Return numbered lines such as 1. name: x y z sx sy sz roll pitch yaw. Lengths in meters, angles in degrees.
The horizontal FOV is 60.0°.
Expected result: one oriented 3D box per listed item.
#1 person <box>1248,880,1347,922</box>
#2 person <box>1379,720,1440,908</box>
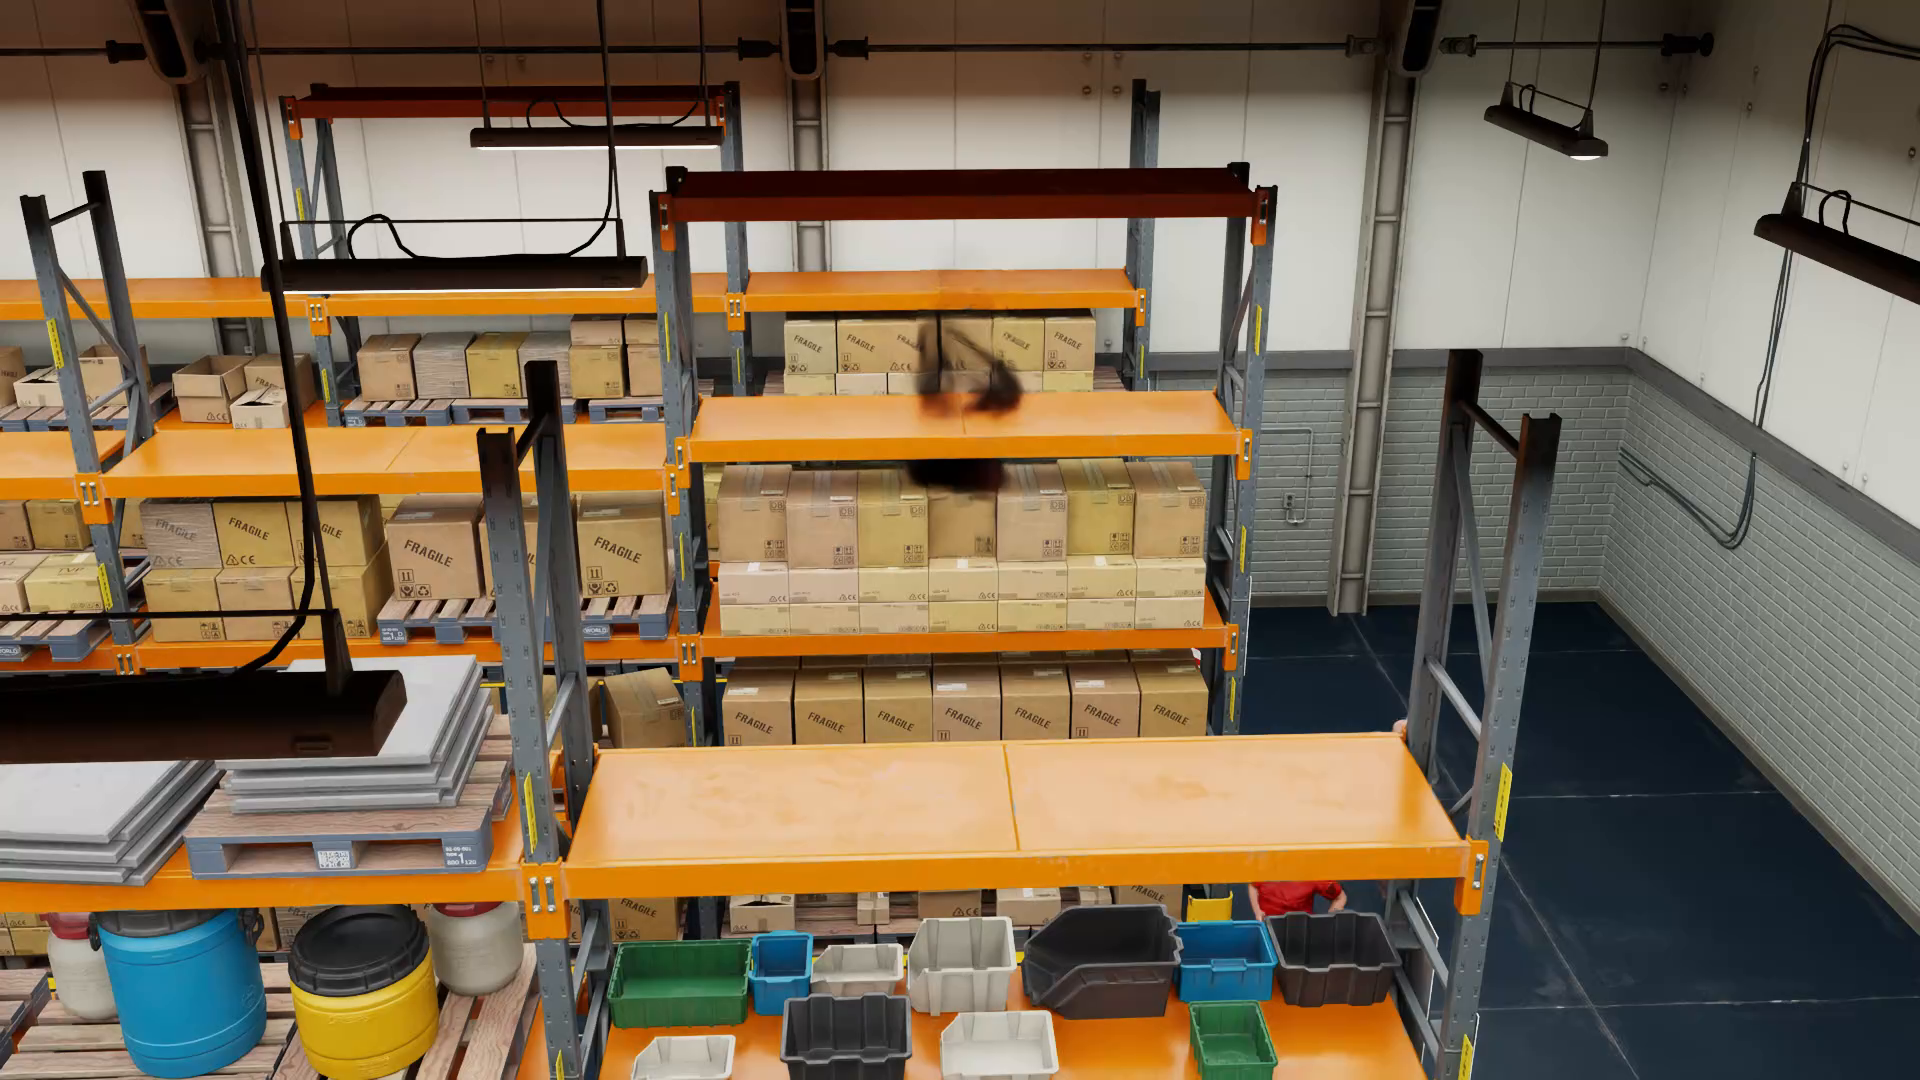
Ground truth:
1. person: 2.296 2.863 11.836 0.945 1.753 0.667 -18 28 -37
2. person: 3.545 2.168 13.578 0.657 1.689 0.893 7 23 16
